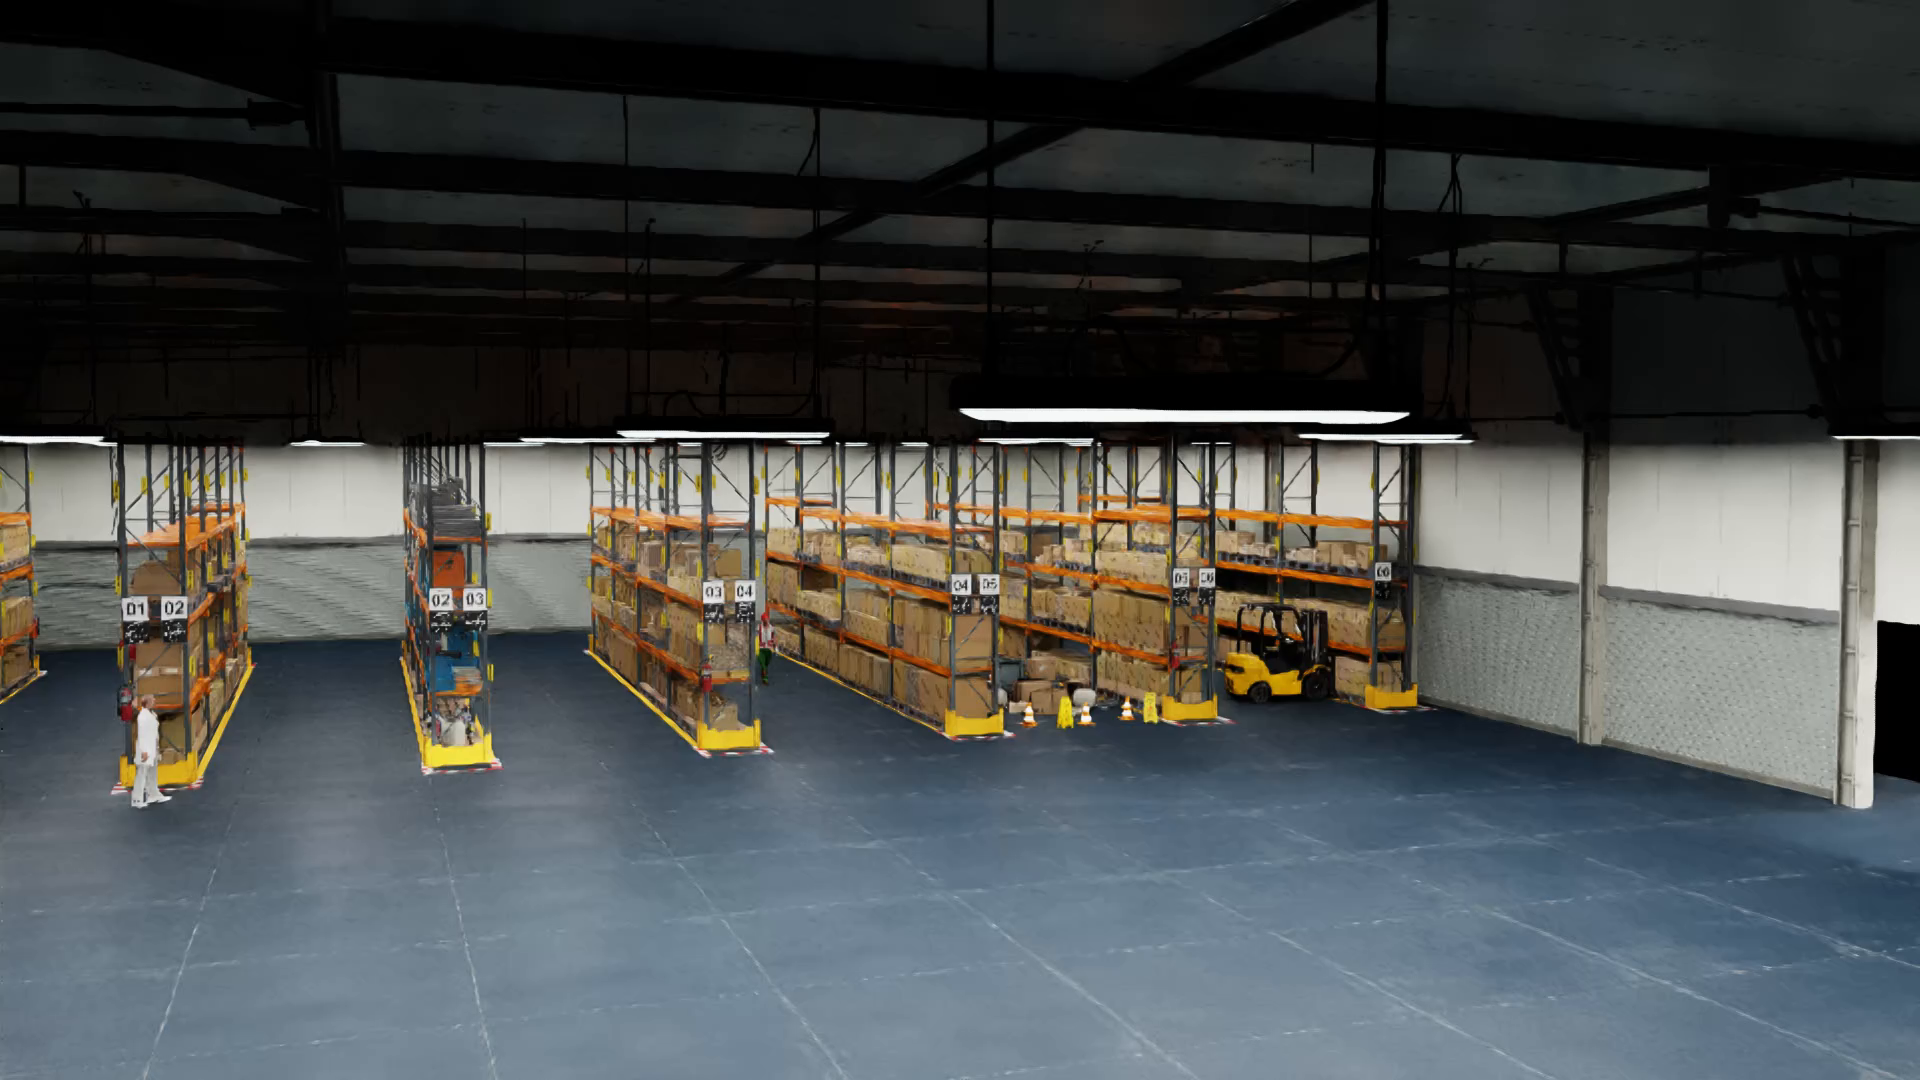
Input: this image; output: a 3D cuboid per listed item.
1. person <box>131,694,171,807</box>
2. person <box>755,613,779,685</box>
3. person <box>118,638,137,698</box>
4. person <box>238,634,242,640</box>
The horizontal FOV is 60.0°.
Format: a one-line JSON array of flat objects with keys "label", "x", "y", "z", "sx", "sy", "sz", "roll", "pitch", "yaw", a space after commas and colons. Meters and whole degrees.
[{"label": "person", "x": -12.973, "y": 3.346, "z": 26.581, "sx": 0.527, "sy": 1.779, "sz": 0.663, "roll": -1, "pitch": 3, "yaw": -15}, {"label": "person", "x": -4.695, "y": 2.622, "z": 40.290, "sx": 0.567, "sy": 1.736, "sz": 1.044, "roll": -1, "pitch": 3, "yaw": -21}, {"label": "person", "x": -18.867, "y": 2.785, "z": 37.851, "sx": 0.542, "sy": 1.645, "sz": 1.126, "roll": -1, "pitch": 3, "yaw": -18}, {"label": "person", "x": -20.715, "y": 2.251, "z": 47.091, "sx": 0.643, "sy": 1.711, "sz": 0.810, "roll": -3, "pitch": 4, "yaw": -38}]
